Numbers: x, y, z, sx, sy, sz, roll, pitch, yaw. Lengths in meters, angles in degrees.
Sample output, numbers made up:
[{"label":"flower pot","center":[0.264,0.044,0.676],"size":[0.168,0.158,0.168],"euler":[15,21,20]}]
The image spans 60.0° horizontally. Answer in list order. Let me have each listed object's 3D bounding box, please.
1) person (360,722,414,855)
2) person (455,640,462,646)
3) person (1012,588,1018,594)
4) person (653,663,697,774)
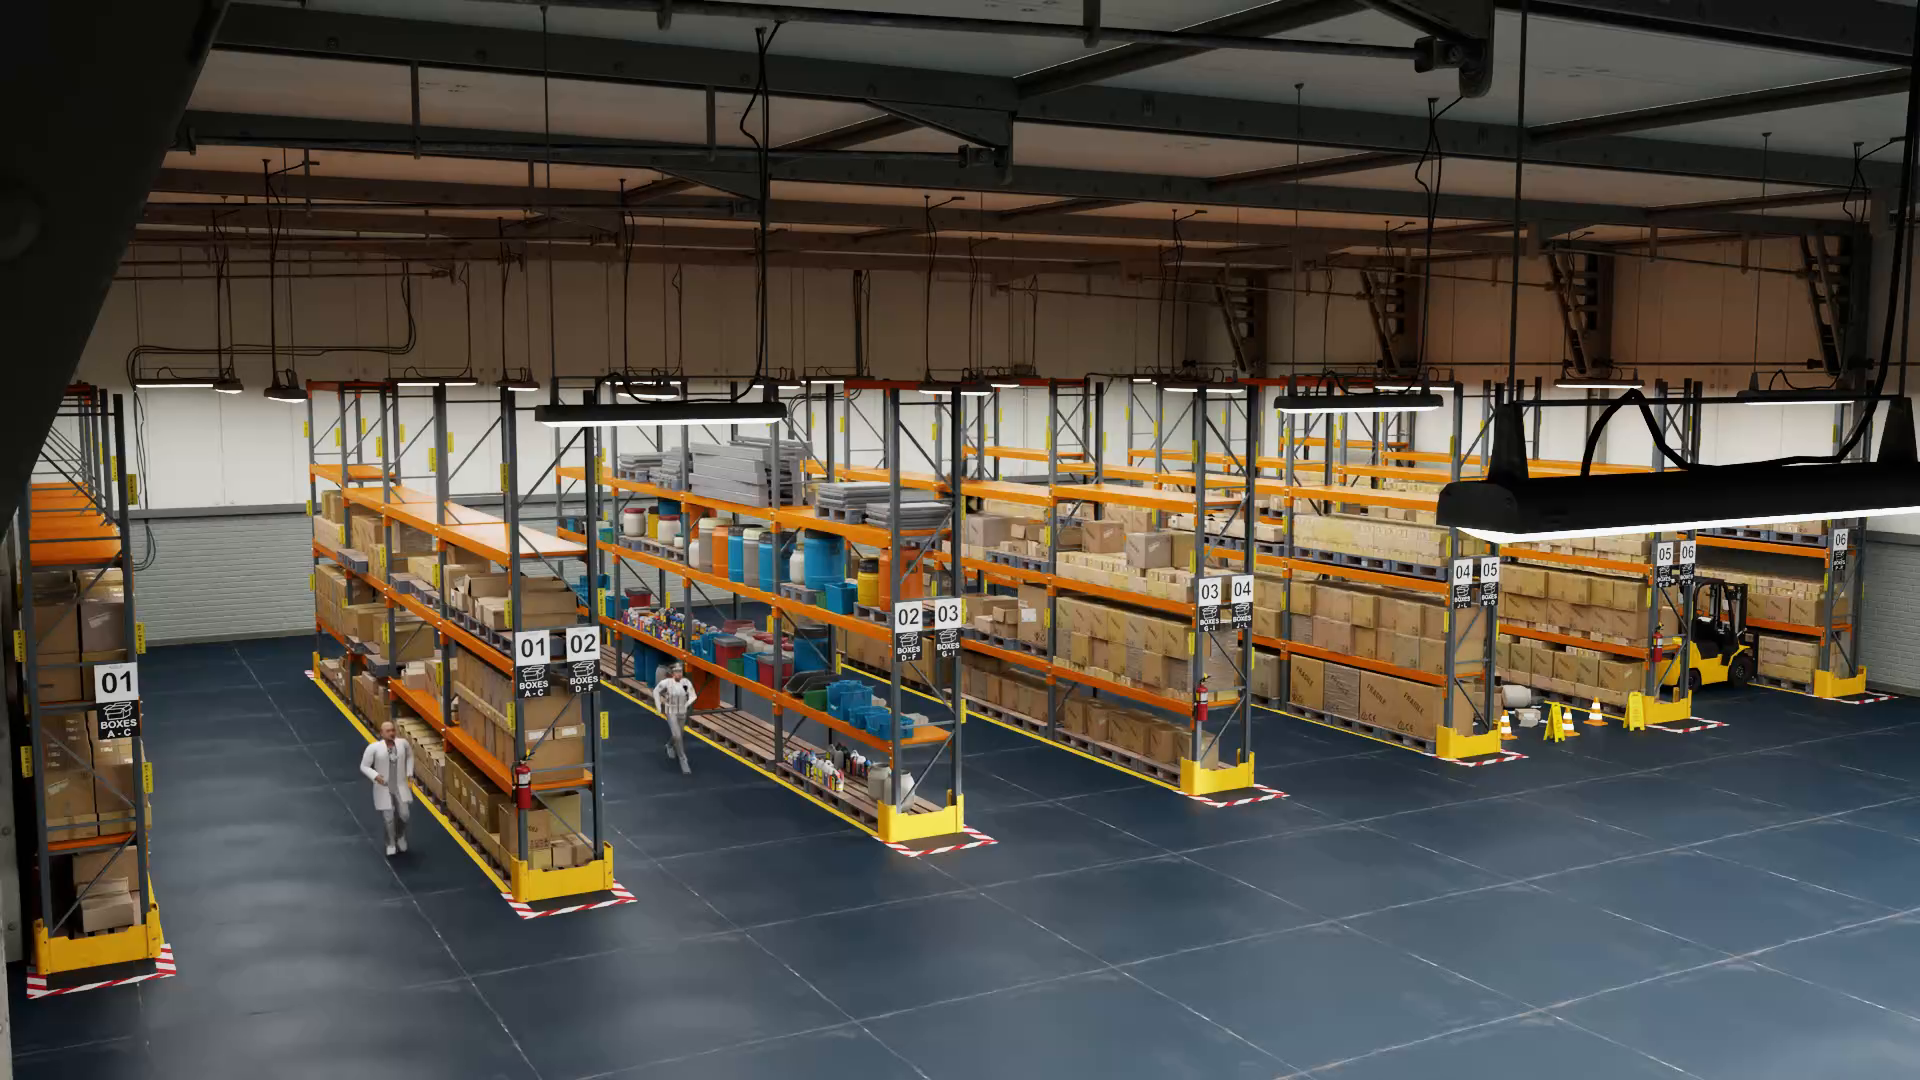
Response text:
[{"label":"person","center":[-7.297,3.292,21.330],"size":[0.714,1.548,0.635],"euler":[-4,7,-31]},{"label":"person","center":[-9.868,1.991,33.175],"size":[0.616,1.611,0.912],"euler":[-5,8,-40]},{"label":"person","center":[1.578,0.978,43.018],"size":[0.587,1.546,0.516],"euler":[-5,8,-40]},{"label":"person","center":[-4.436,2.732,26.009],"size":[0.634,1.703,0.970],"euler":[-3,7,-27]}]
